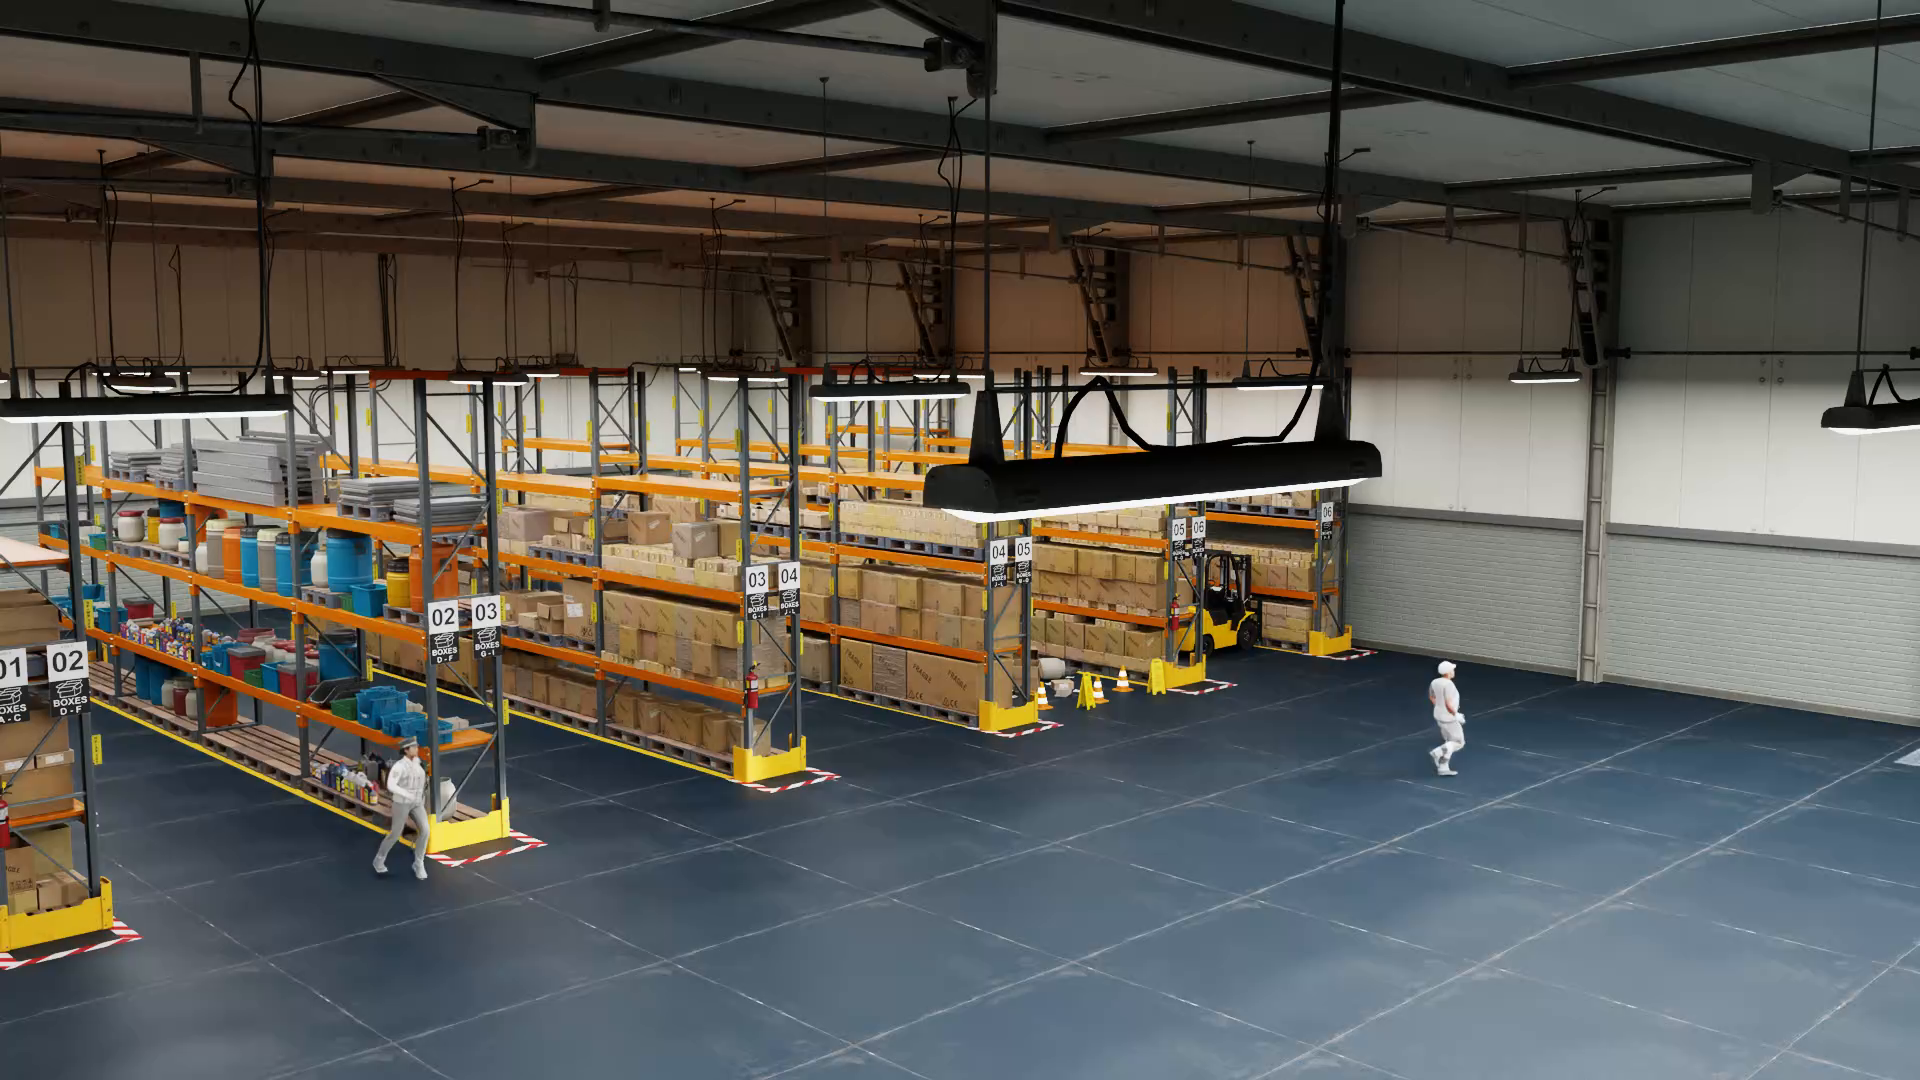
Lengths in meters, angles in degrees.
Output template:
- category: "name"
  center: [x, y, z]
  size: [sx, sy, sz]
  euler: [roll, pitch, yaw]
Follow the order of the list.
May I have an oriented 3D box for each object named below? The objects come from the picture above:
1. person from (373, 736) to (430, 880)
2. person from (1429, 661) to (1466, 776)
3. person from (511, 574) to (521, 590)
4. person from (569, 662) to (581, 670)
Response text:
- category: "person"
  center: [-6.714, 3.234, 20.233]
  size: [0.735, 1.718, 0.681]
  euler: [3, 7, 26]
- category: "person"
  center: [7.252, 2.669, 24.853]
  size: [0.601, 1.738, 0.658]
  euler: [-2, 7, -13]
- category: "person"
  center: [-10.828, 0.912, 40.859]
  size: [0.600, 1.608, 0.647]
  euler: [0, 6, -3]
- category: "person"
  center: [-7.359, 1.819, 32.269]
  size: [0.685, 1.770, 0.637]
  euler: [5, 8, 36]
